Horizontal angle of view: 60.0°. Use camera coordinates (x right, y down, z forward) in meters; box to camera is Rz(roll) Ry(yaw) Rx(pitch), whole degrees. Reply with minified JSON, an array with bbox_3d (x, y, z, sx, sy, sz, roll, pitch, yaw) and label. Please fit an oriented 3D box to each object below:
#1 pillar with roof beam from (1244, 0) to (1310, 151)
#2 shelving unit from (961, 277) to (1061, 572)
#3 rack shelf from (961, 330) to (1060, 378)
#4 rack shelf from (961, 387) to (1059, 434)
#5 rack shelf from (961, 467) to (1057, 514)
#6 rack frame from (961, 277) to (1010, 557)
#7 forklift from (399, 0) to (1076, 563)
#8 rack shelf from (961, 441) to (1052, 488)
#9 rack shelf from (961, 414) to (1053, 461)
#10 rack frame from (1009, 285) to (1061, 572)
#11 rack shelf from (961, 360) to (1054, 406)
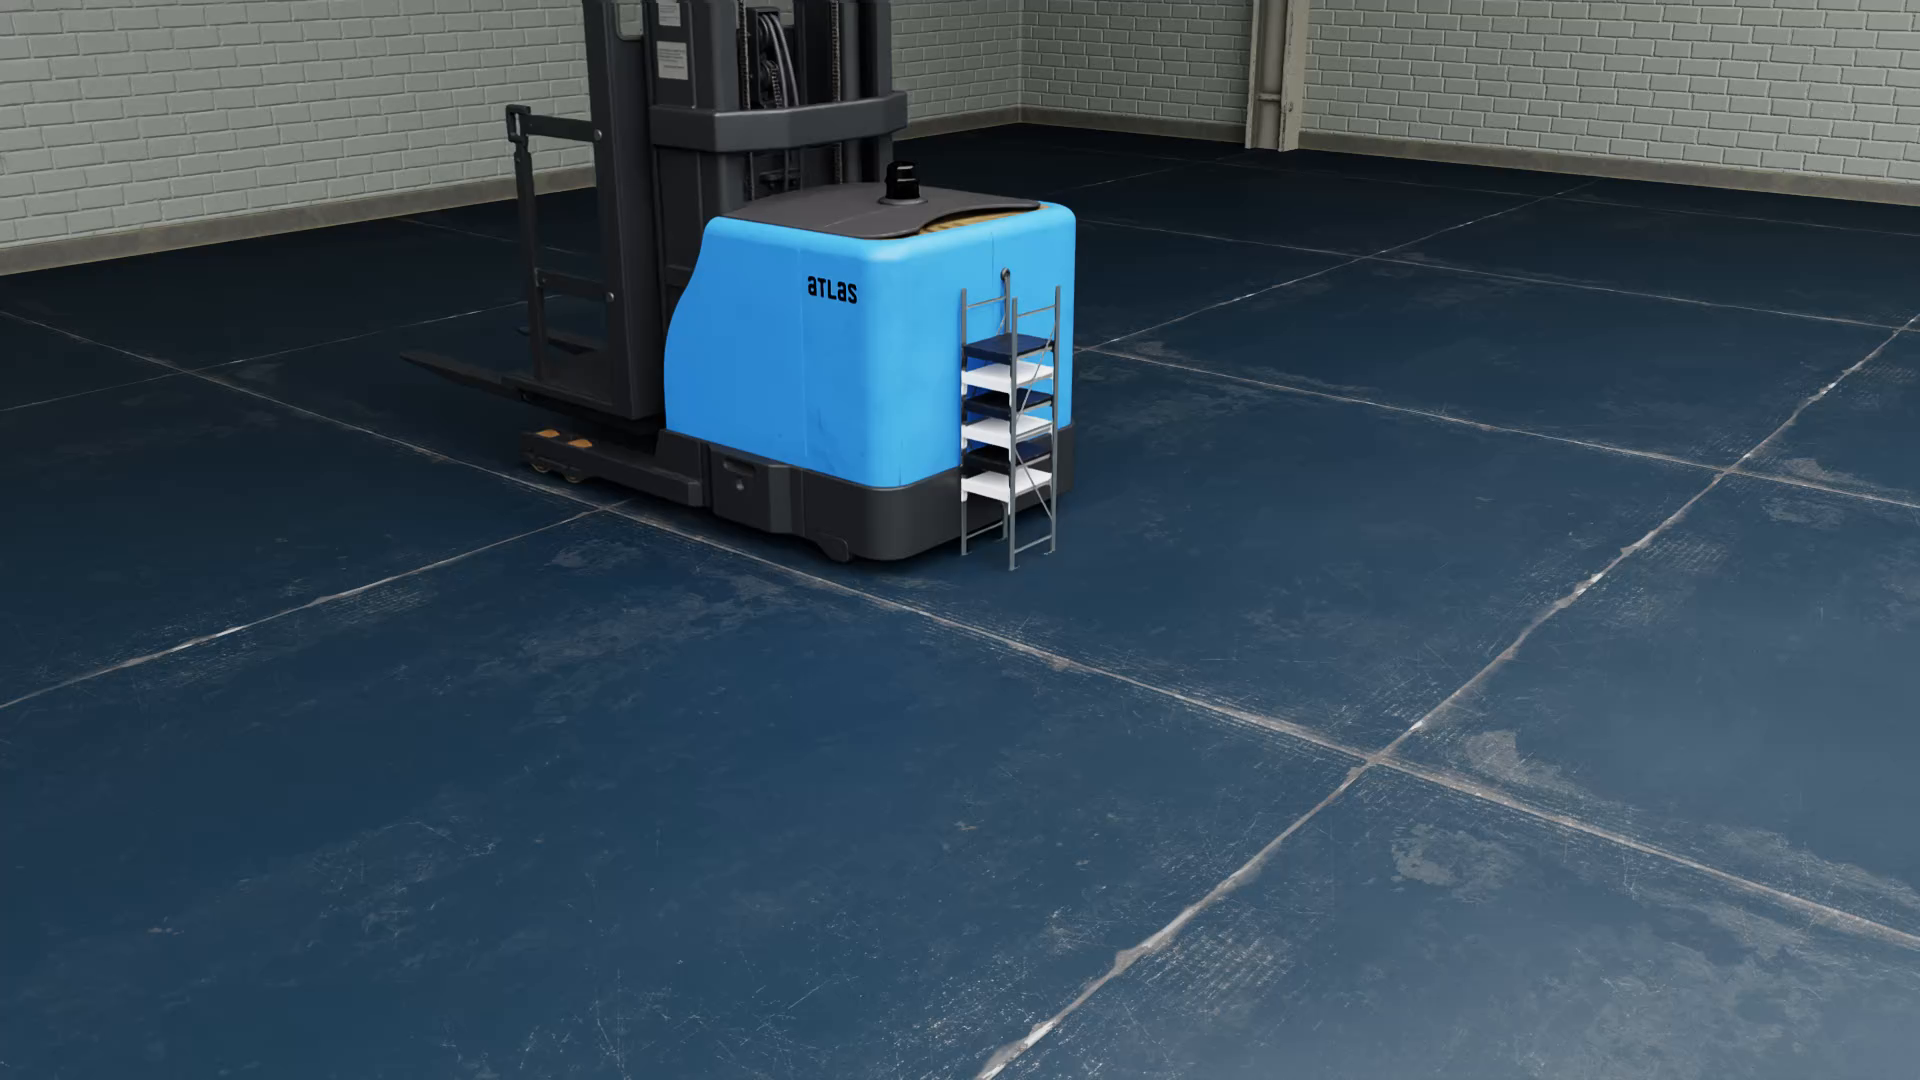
[{"bbox_3d":[0.114,-6.600,10.417,0.400,9.000,9.100,16,26,36],"label":"pillar with roof beam"},{"bbox_3d":[0.161,-0.373,5.383,0.210,0.900,0.258,17,26,37],"label":"shelving unit"},{"bbox_3d":[0.161,-0.595,5.299,0.200,0.077,0.258,17,26,37],"label":"rack shelf"},{"bbox_3d":[0.161,-0.426,5.363,0.200,0.077,0.258,17,26,37],"label":"rack shelf"},{"bbox_3d":[0.161,-0.174,5.458,0.200,0.077,0.258,17,26,37],"label":"rack shelf"},{"bbox_3d":[0.083,-0.397,5.444,0.006,0.900,0.240,17,26,37],"label":"rack frame"},{"bbox_3d":[-1.044,-1.708,6.044,3.031,2.935,1.130,17,26,37],"label":"forklift"},{"bbox_3d":[0.161,-0.258,5.427,0.200,0.077,0.258,17,26,37],"label":"rack shelf"},{"bbox_3d":[0.161,-0.342,5.395,0.200,0.077,0.258,17,26,37],"label":"rack shelf"},{"bbox_3d":[0.238,-0.350,5.322,0.006,0.900,0.240,17,26,37],"label":"rack frame"},{"bbox_3d":[0.161,-0.511,5.331,0.200,0.077,0.258,17,26,37],"label":"rack shelf"}]
